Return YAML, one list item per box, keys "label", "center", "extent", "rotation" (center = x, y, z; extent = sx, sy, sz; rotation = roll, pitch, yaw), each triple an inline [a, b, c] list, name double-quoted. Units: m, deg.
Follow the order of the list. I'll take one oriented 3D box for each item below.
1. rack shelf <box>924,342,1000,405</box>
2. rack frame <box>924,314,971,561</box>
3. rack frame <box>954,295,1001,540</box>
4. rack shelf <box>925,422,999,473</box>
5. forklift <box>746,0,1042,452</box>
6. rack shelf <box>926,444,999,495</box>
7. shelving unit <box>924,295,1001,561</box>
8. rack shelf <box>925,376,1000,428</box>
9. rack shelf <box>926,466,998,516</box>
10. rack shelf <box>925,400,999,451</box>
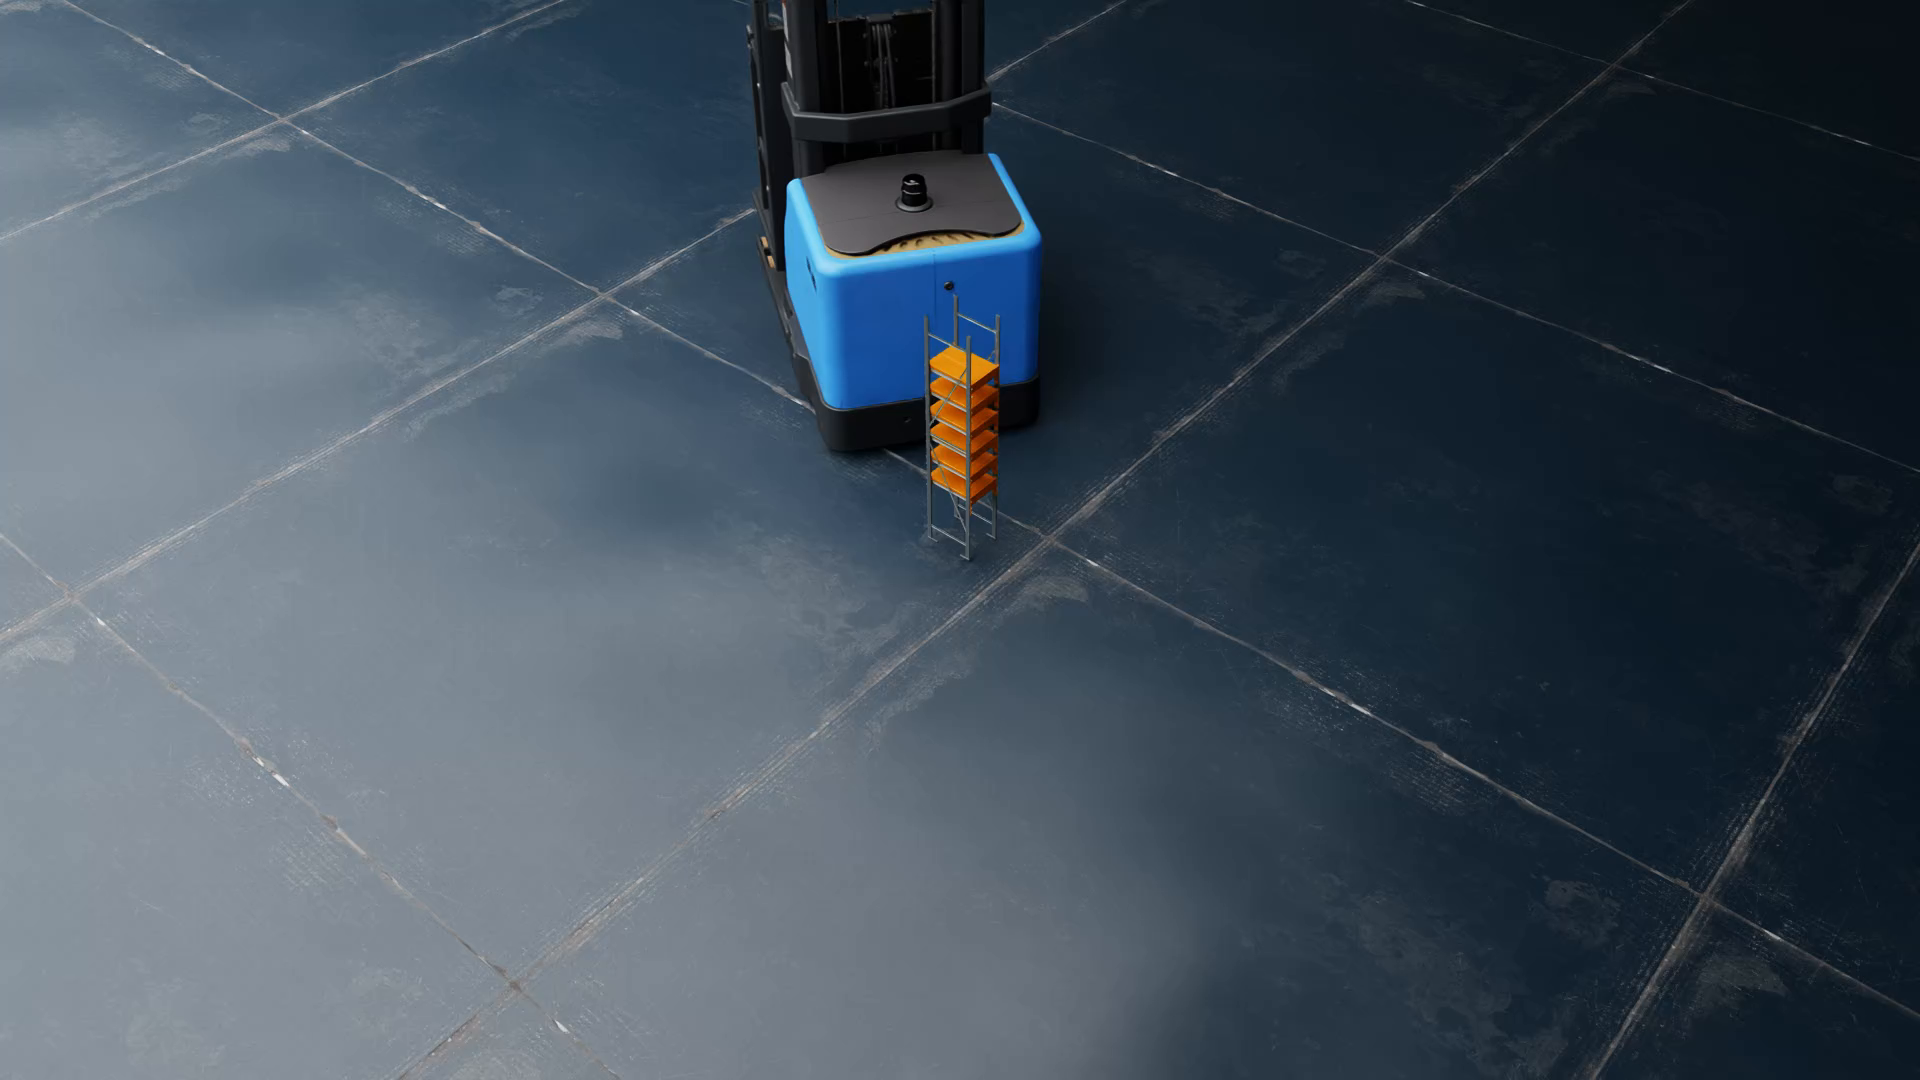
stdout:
- label: "rack shelf"
  center: [0.009, -0.685, 6.825]
  extent: [0.258, 0.103, 0.180]
  rotation: [29, 50, 28]
- label: "rack frame"
  center: [-0.050, -0.404, 6.985]
  extent: [0.240, 1.200, 0.006]
  rotation: [29, 50, 28]
- label: "rack frame"
  center: [0.068, -0.498, 7.089]
  extent: [0.240, 1.200, 0.006]
  rotation: [29, 50, 28]
- label: "rack shelf"
  center: [0.009, -0.419, 7.067]
  extent: [0.258, 0.103, 0.180]
  rotation: [29, 50, 28]
- label: "forklift"
  center: [-0.485, -2.503, 8.007]
  extent: [1.130, 2.935, 3.031]
  rotation: [-10, 43, -11]
- label: "rack shelf"
  center: [0.009, -0.330, 7.147]
  extent: [0.258, 0.103, 0.180]
  rotation: [29, 50, 28]
- label: "shelving unit"
  center: [0.009, -0.451, 7.037]
  extent: [0.258, 1.200, 0.189]
  rotation: [29, 50, 28]
- label: "rack shelf"
  center: [0.009, -0.596, 6.905]
  extent: [0.258, 0.103, 0.180]
  rotation: [29, 50, 28]
- label: "rack shelf"
  center: [0.009, -0.241, 7.228]
  extent: [0.258, 0.103, 0.180]
  rotation: [29, 50, 28]
- label: "rack shelf"
  center: [0.009, -0.507, 6.986]
  extent: [0.258, 0.103, 0.180]
  rotation: [29, 50, 28]
